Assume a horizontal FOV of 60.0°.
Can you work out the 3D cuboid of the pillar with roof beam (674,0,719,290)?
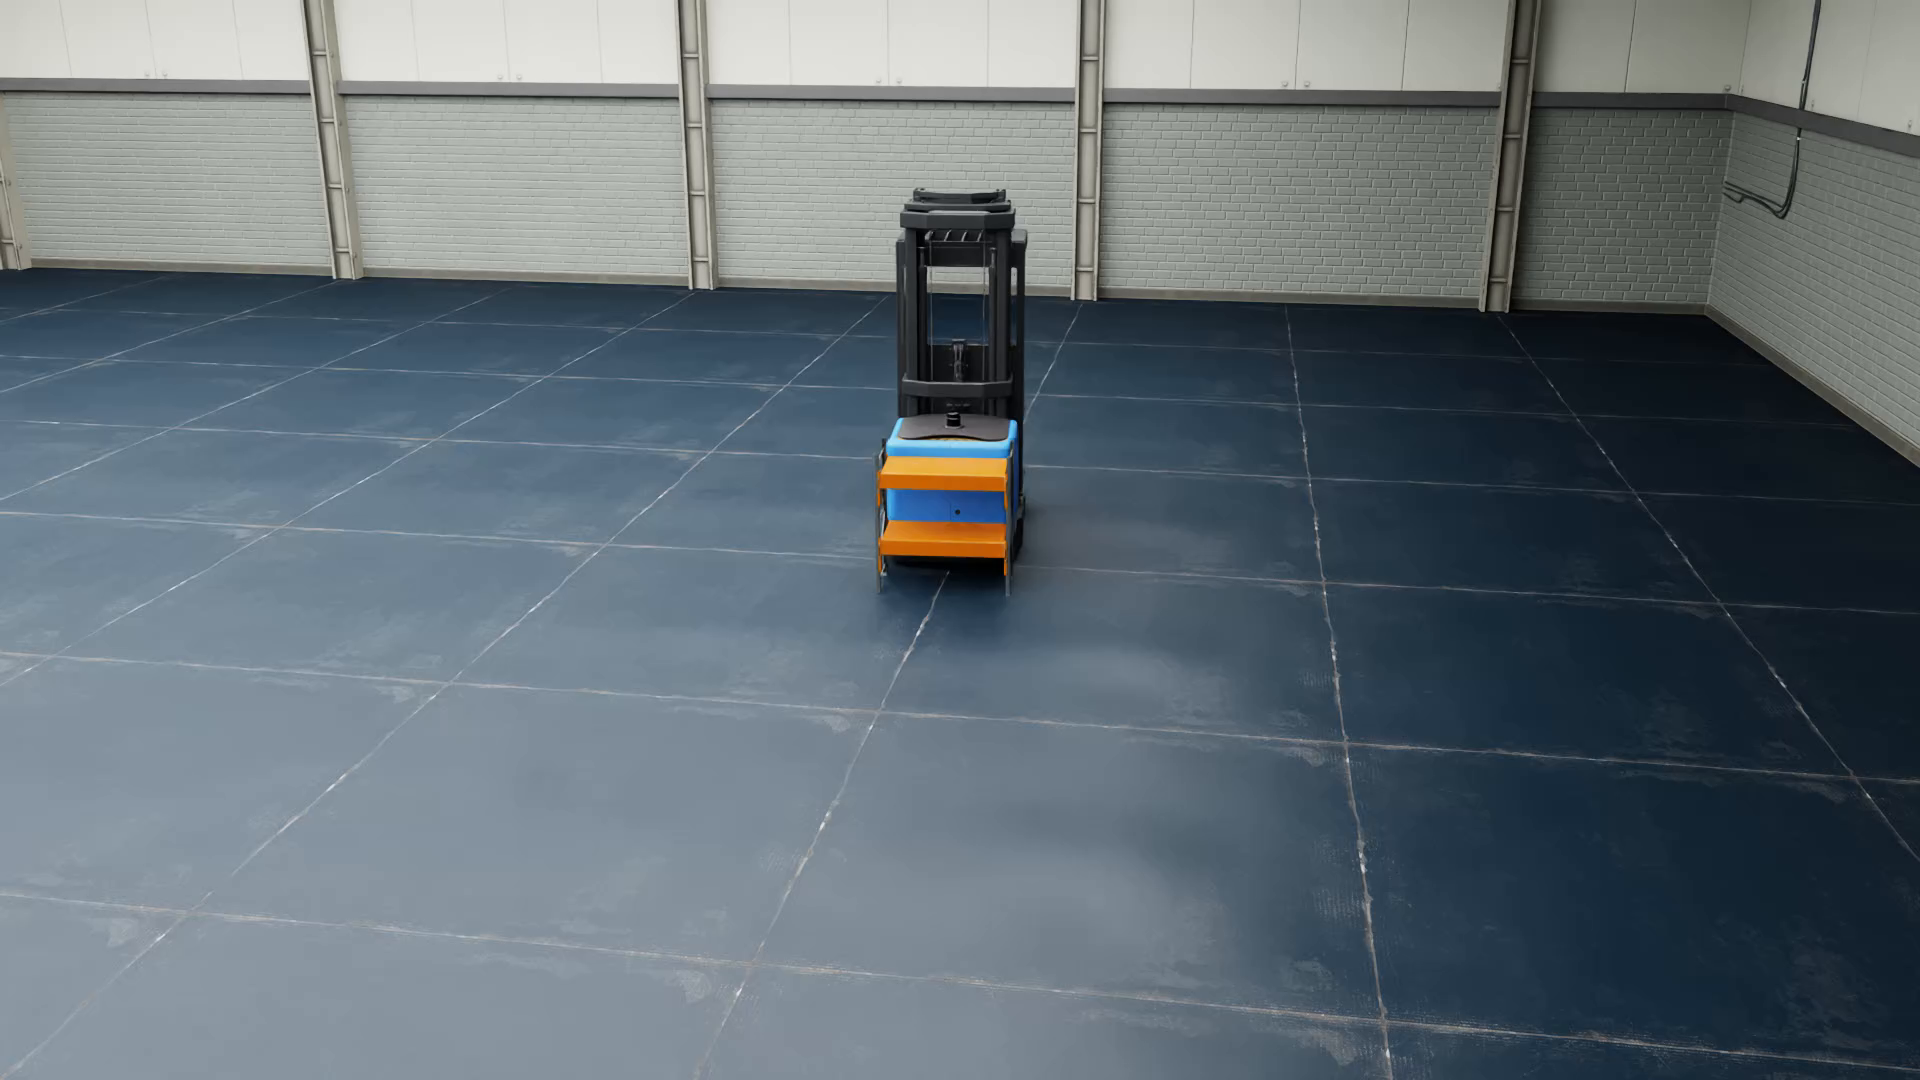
[{"bbox_3d":[-4.711,-6.891,20.717,0.400,9.000,9.100,3,19,9],"label":"pillar with roof beam"}]

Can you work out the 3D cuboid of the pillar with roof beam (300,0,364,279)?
[{"bbox_3d":[-10.635,-7.193,21.620,0.400,9.000,9.100,3,19,9],"label":"pillar with roof beam"}]

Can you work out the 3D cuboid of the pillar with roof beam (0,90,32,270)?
[{"bbox_3d":[-16.559,-7.495,22.522,0.400,9.000,9.100,3,19,9],"label":"pillar with roof beam"}]

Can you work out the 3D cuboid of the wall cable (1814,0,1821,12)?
[{"bbox_3d":[10.089,-7.149,18.420,0.112,2.526,3.097,3,19,9],"label":"wall cable"}]

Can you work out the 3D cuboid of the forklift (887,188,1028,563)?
[{"bbox_3d":[0.021,-1.619,14.522,1.130,2.935,3.031,1,19,4],"label":"forklift"}]

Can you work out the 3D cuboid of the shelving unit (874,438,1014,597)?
[{"bbox_3d":[-0.115,-0.184,13.080,1.048,1.125,0.538,1,19,4],"label":"shelving unit"}]

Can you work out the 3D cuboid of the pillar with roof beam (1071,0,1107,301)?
[{"bbox_3d":[1.213,-6.589,19.815,0.400,9.000,9.100,3,19,9],"label":"pillar with roof beam"}]

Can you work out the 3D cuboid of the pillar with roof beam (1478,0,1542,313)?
[{"bbox_3d":[7.137,-6.287,18.912,0.400,9.000,9.100,3,19,9],"label":"pillar with roof beam"}]

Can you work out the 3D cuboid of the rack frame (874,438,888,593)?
[{"bbox_3d":[-0.622,-0.197,13.119,0.032,1.125,0.500,1,19,4],"label":"rack frame"}]

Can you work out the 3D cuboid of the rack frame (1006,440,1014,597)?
[{"bbox_3d":[0.392,-0.171,13.042,0.032,1.125,0.500,1,19,4],"label":"rack frame"}]

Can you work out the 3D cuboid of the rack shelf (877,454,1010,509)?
[{"bbox_3d":[-0.115,-0.462,12.987,1.000,0.278,0.538,1,19,4],"label":"rack shelf"}]

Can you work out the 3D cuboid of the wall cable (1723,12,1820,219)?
[{"bbox_3d":[10.518,-5.601,21.754,0.112,2.526,3.097,3,19,9],"label":"wall cable"}]

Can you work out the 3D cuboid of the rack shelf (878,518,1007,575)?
[{"bbox_3d":[-0.115,0.048,13.158,1.000,0.278,0.538,1,19,4],"label":"rack shelf"}]
